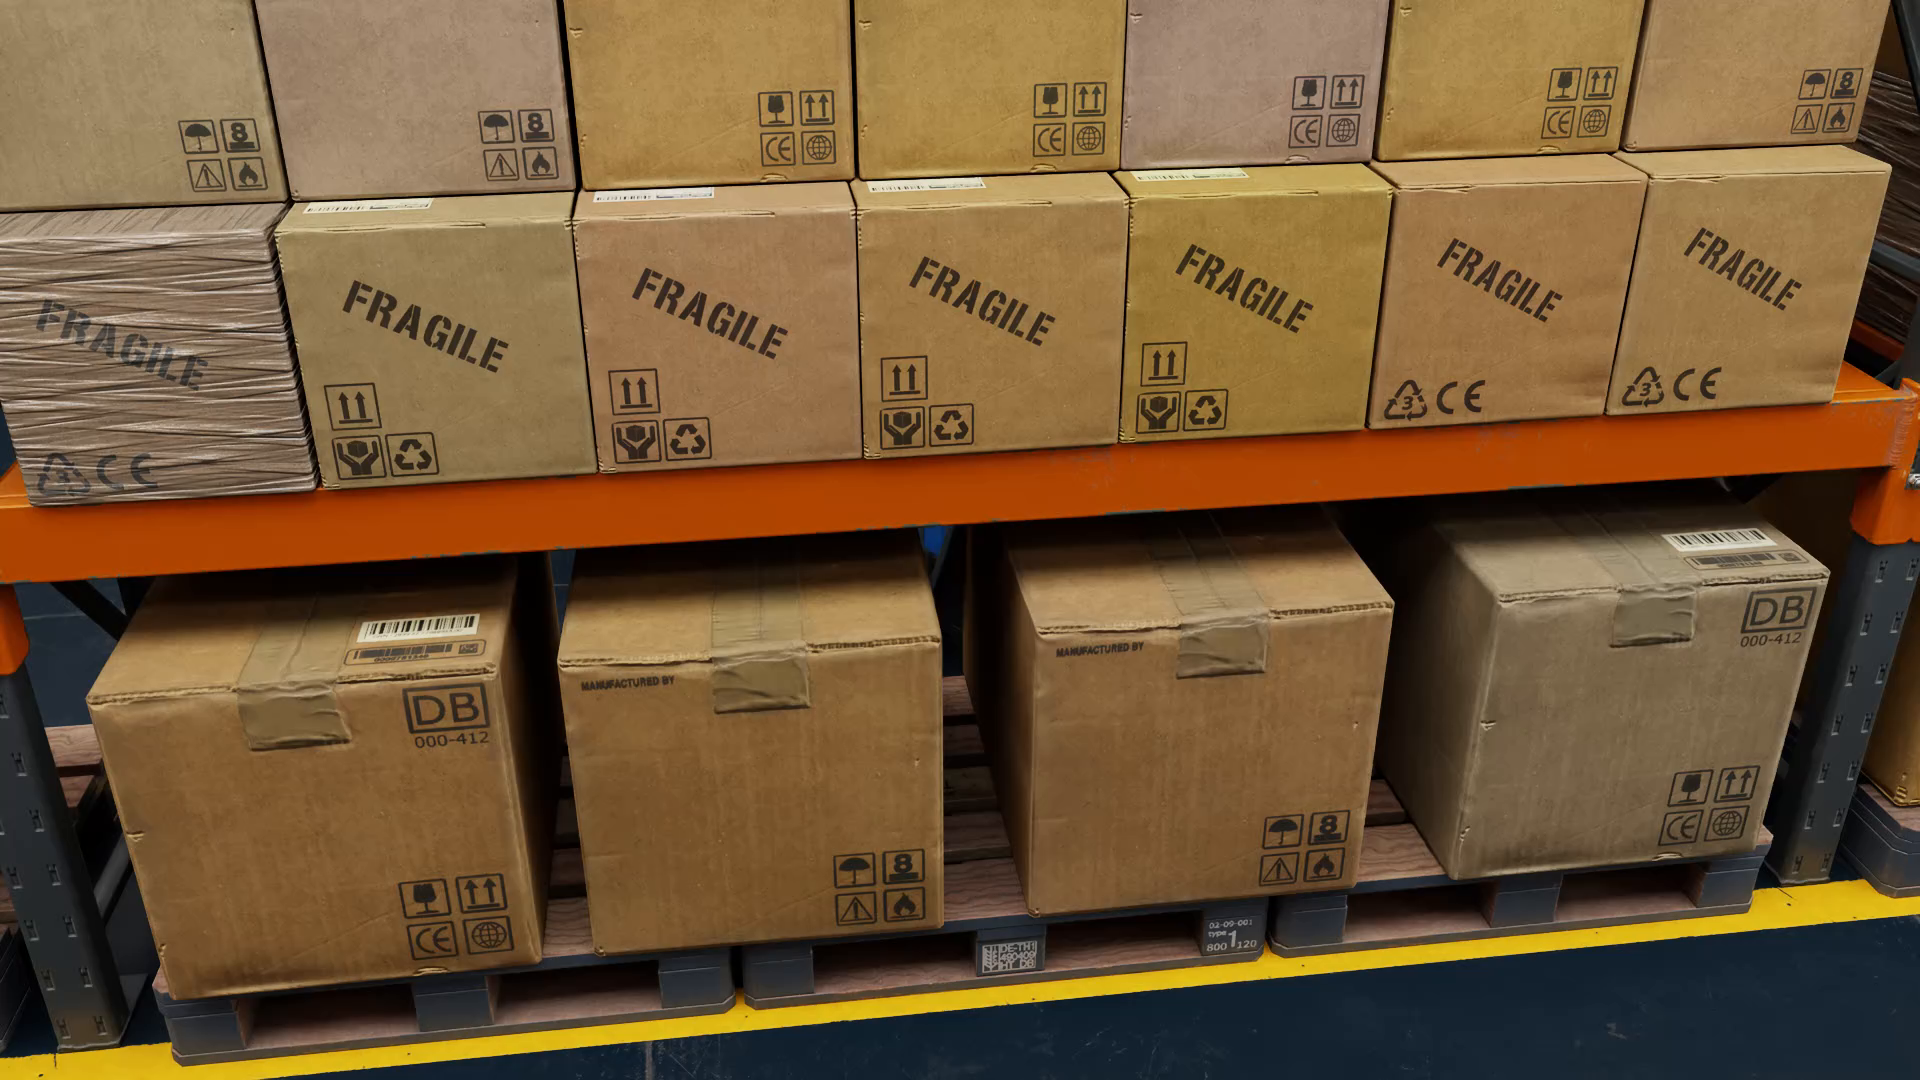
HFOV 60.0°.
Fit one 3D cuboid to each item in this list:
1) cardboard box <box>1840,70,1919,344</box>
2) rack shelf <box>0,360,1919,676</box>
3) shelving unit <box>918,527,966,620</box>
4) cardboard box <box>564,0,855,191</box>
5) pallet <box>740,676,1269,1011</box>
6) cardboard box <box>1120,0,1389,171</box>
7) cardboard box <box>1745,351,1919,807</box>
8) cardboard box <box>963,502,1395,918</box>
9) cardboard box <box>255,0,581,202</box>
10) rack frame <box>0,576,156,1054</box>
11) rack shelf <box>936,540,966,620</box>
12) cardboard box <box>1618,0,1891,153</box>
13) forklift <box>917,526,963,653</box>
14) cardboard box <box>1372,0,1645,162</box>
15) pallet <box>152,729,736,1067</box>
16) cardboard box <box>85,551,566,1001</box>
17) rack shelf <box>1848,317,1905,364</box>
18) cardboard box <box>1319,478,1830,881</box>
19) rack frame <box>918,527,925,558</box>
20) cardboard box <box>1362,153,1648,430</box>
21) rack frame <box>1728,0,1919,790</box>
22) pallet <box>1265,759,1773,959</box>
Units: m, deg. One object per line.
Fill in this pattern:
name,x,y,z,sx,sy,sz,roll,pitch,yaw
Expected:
cardboard box,2.373,-0.805,3.869,0.550,0.550,0.875,-4,27,-7
rack shelf,0.029,-0.262,3.764,4.000,0.370,1.077,-4,27,-7
shelving unit,0.427,-0.213,4.620,1.030,0.981,0.538,2,40,-21
cardboard box,-0.498,-1.035,3.277,0.500,0.500,0.700,-4,27,-8
pallet,-1.744,-0.368,6.237,4.108,0.211,6.107,-4,27,-7
cardboard box,0.509,-1.099,3.402,0.500,0.500,0.700,-3,27,-7
cardboard box,2.642,0.040,4.253,0.875,0.875,0.875,-3,27,-6
cardboard box,0.451,0.244,3.993,0.750,0.750,1.050,-4,27,-7
cardboard box,-1.005,-1.001,3.211,0.500,0.500,0.700,-4,27,-8
rack frame,-1.952,-0.455,3.352,0.127,3.000,1.000,-4,27,-7
rack shelf,0.362,-0.029,4.768,1.000,0.278,0.538,2,40,-21
cardboard box,1.518,-1.165,3.530,0.500,0.500,0.700,-4,27,-8
forklift,-0.407,-1.481,5.523,1.129,2.843,3.031,-21,34,-35
cardboard box,1.009,-1.131,3.464,0.500,0.500,0.700,-4,27,-8
pallet,-1.161,0.769,4.020,1.213,0.211,1.003,-4,27,-7
cardboard box,-1.336,0.361,3.766,0.750,0.750,1.050,-4,27,-8
rack shelf,3.990,-0.636,4.199,3.809,0.052,0.919,-4,27,-7
cardboard box,1.407,0.185,4.109,0.750,0.750,1.050,-4,27,-7
rack frame,-0.047,-0.233,4.436,0.013,0.981,0.475,2,40,-21
cardboard box,1.029,-0.568,3.462,0.500,0.500,0.500,-4,27,-8
rack frame,2.009,-0.708,3.845,0.053,2.616,0.949,-4,27,-7
pallet,1.255,0.614,4.322,1.213,0.211,1.003,-4,27,-7
